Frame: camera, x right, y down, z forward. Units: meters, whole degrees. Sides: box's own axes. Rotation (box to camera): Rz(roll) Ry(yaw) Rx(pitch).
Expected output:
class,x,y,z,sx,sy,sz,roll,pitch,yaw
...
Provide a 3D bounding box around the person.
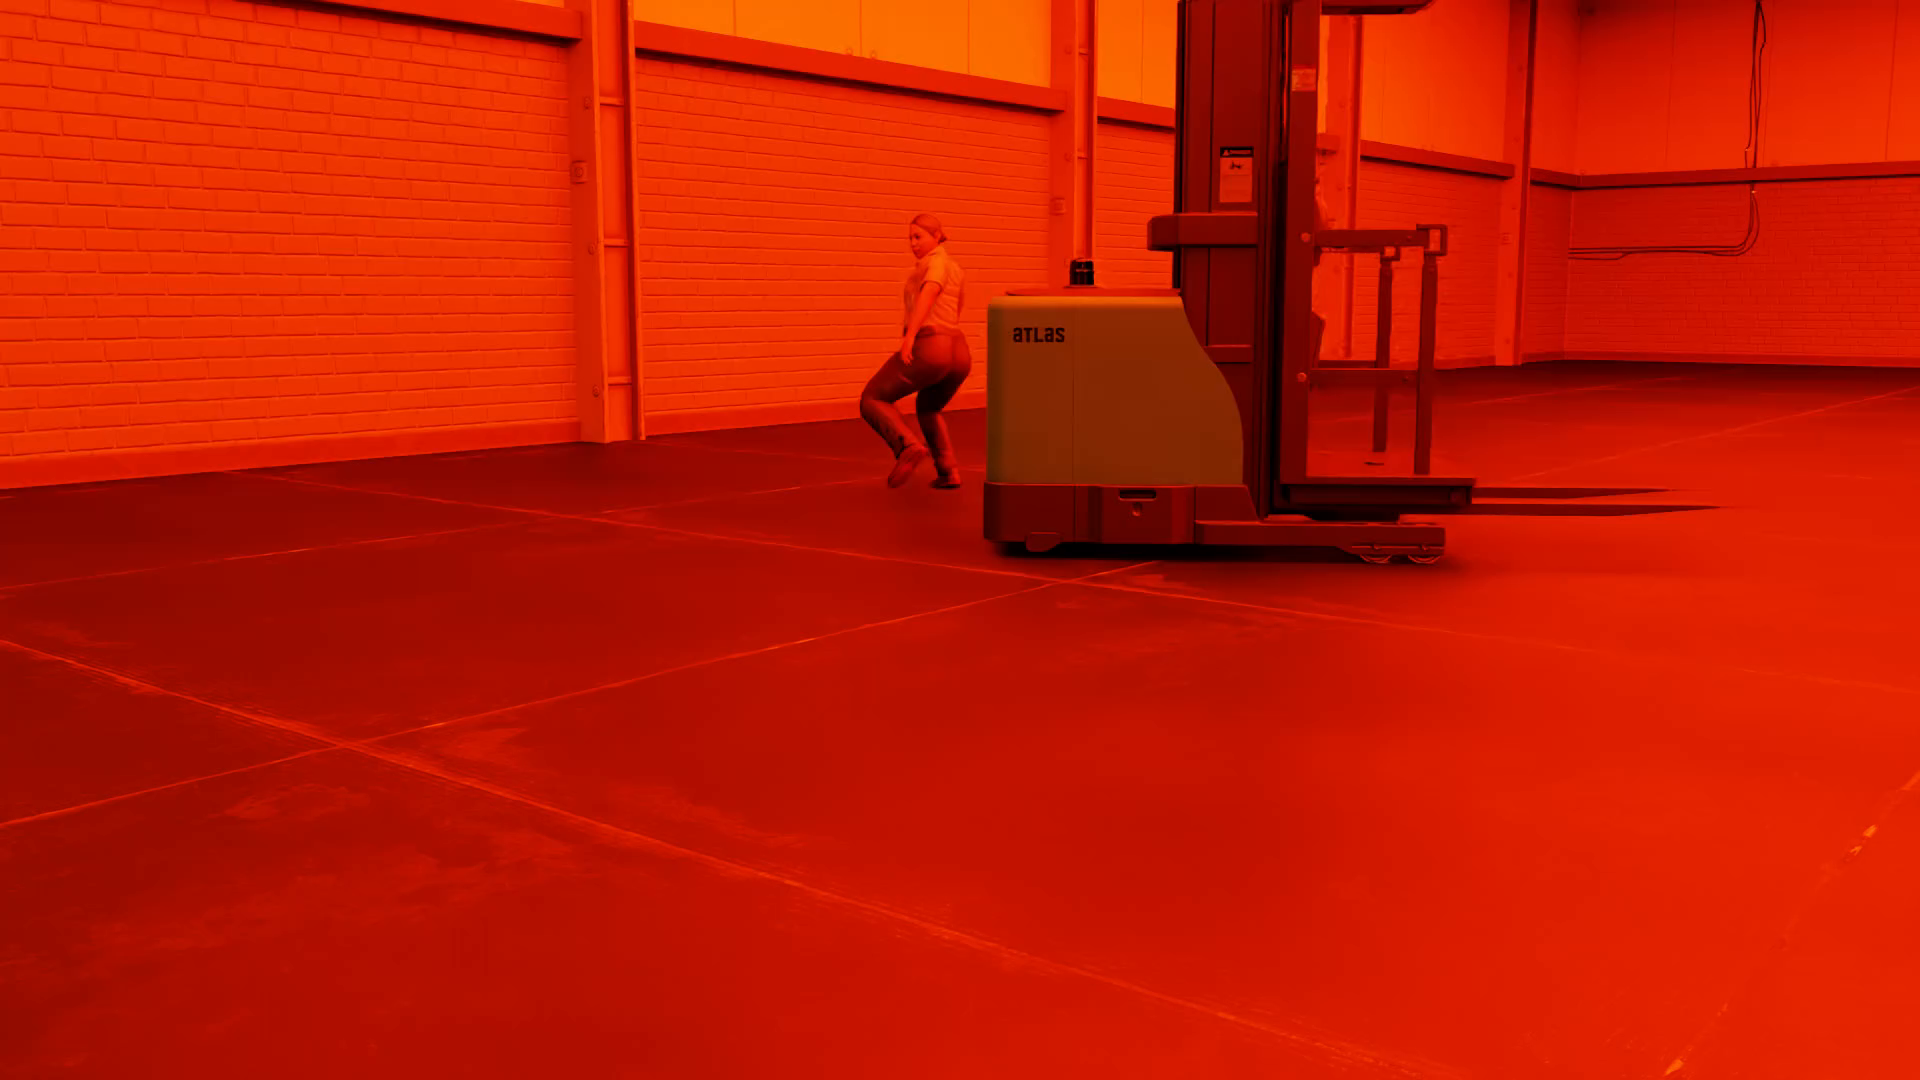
class,x,y,z,sx,sy,sz,roll,pitch,yaw
person,-0.207,-1.025,9.225,0.522,1.549,0.807,6,10,35

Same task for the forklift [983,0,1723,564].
class,x,y,z,sx,sy,sz,roll,pitch,yaw
forklift,1.640,-1.432,7.069,3.031,2.935,1.130,1,8,4
